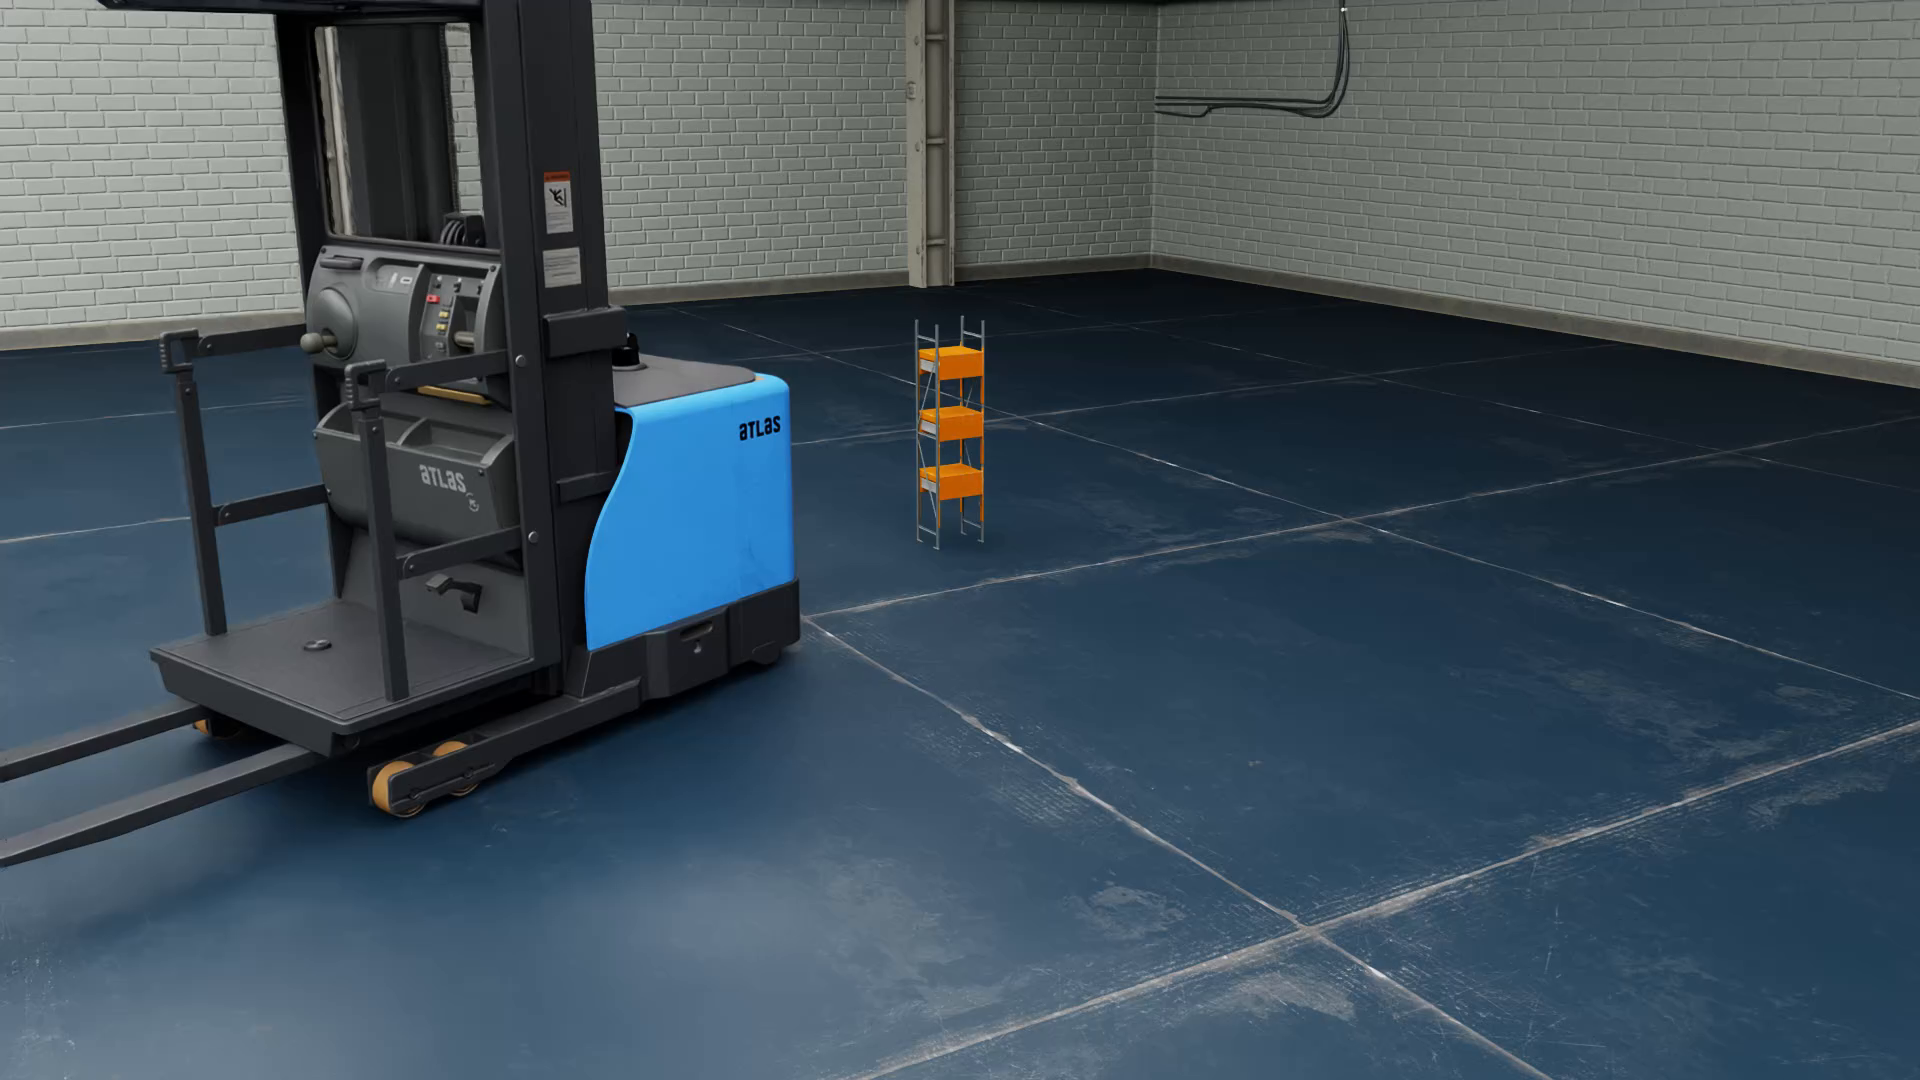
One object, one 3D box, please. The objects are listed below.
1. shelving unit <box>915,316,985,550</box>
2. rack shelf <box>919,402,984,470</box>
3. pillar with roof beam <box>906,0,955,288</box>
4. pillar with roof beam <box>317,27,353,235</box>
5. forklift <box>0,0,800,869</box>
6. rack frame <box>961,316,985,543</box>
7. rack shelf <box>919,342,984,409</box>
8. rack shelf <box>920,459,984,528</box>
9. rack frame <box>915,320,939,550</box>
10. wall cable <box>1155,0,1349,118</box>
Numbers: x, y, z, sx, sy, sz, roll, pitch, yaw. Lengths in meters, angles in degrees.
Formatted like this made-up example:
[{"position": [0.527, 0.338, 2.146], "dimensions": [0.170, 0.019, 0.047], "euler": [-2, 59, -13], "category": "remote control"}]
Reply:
[{"position": [-0.046, -0.498, 7.742], "dimensions": [0.252, 1.050, 0.215], "euler": [-9, 18, -30], "category": "shelving unit"}, {"position": [-0.046, -0.488, 7.744], "dimensions": [0.240, 0.259, 0.215], "euler": [-9, 18, -30], "category": "rack shelf"}, {"position": [1.917, -6.011, 12.681], "dimensions": [0.400, 9.000, 9.100], "euler": [-9, 18, -30], "category": "pillar with roof beam"}, {"position": [-3.226, -5.177, 9.706], "dimensions": [0.400, 9.000, 9.100], "euler": [-9, 18, -30], "category": "pillar with roof beam"}, {"position": [-1.893, -0.733, 5.094], "dimensions": [1.130, 2.935, 3.031], "euler": [11, 19, 35], "category": "forklift"}, {"position": [0.059, -0.515, 7.802], "dimensions": [0.008, 1.050, 0.200], "euler": [-9, 18, -30], "category": "rack frame"}, {"position": [-0.046, -0.761, 7.668], "dimensions": [0.240, 0.259, 0.215], "euler": [-9, 18, -30], "category": "rack shelf"}, {"position": [-0.046, -0.220, 7.819], "dimensions": [0.240, 0.259, 0.215], "euler": [-9, 18, -30], "category": "rack shelf"}, {"position": [-0.150, -0.481, 7.681], "dimensions": [0.008, 1.050, 0.200], "euler": [-9, 18, -30], "category": "rack frame"}, {"position": [2.906, -5.615, 17.023], "dimensions": [0.112, 2.526, 3.097], "euler": [-9, 18, -30], "category": "wall cable"}]
